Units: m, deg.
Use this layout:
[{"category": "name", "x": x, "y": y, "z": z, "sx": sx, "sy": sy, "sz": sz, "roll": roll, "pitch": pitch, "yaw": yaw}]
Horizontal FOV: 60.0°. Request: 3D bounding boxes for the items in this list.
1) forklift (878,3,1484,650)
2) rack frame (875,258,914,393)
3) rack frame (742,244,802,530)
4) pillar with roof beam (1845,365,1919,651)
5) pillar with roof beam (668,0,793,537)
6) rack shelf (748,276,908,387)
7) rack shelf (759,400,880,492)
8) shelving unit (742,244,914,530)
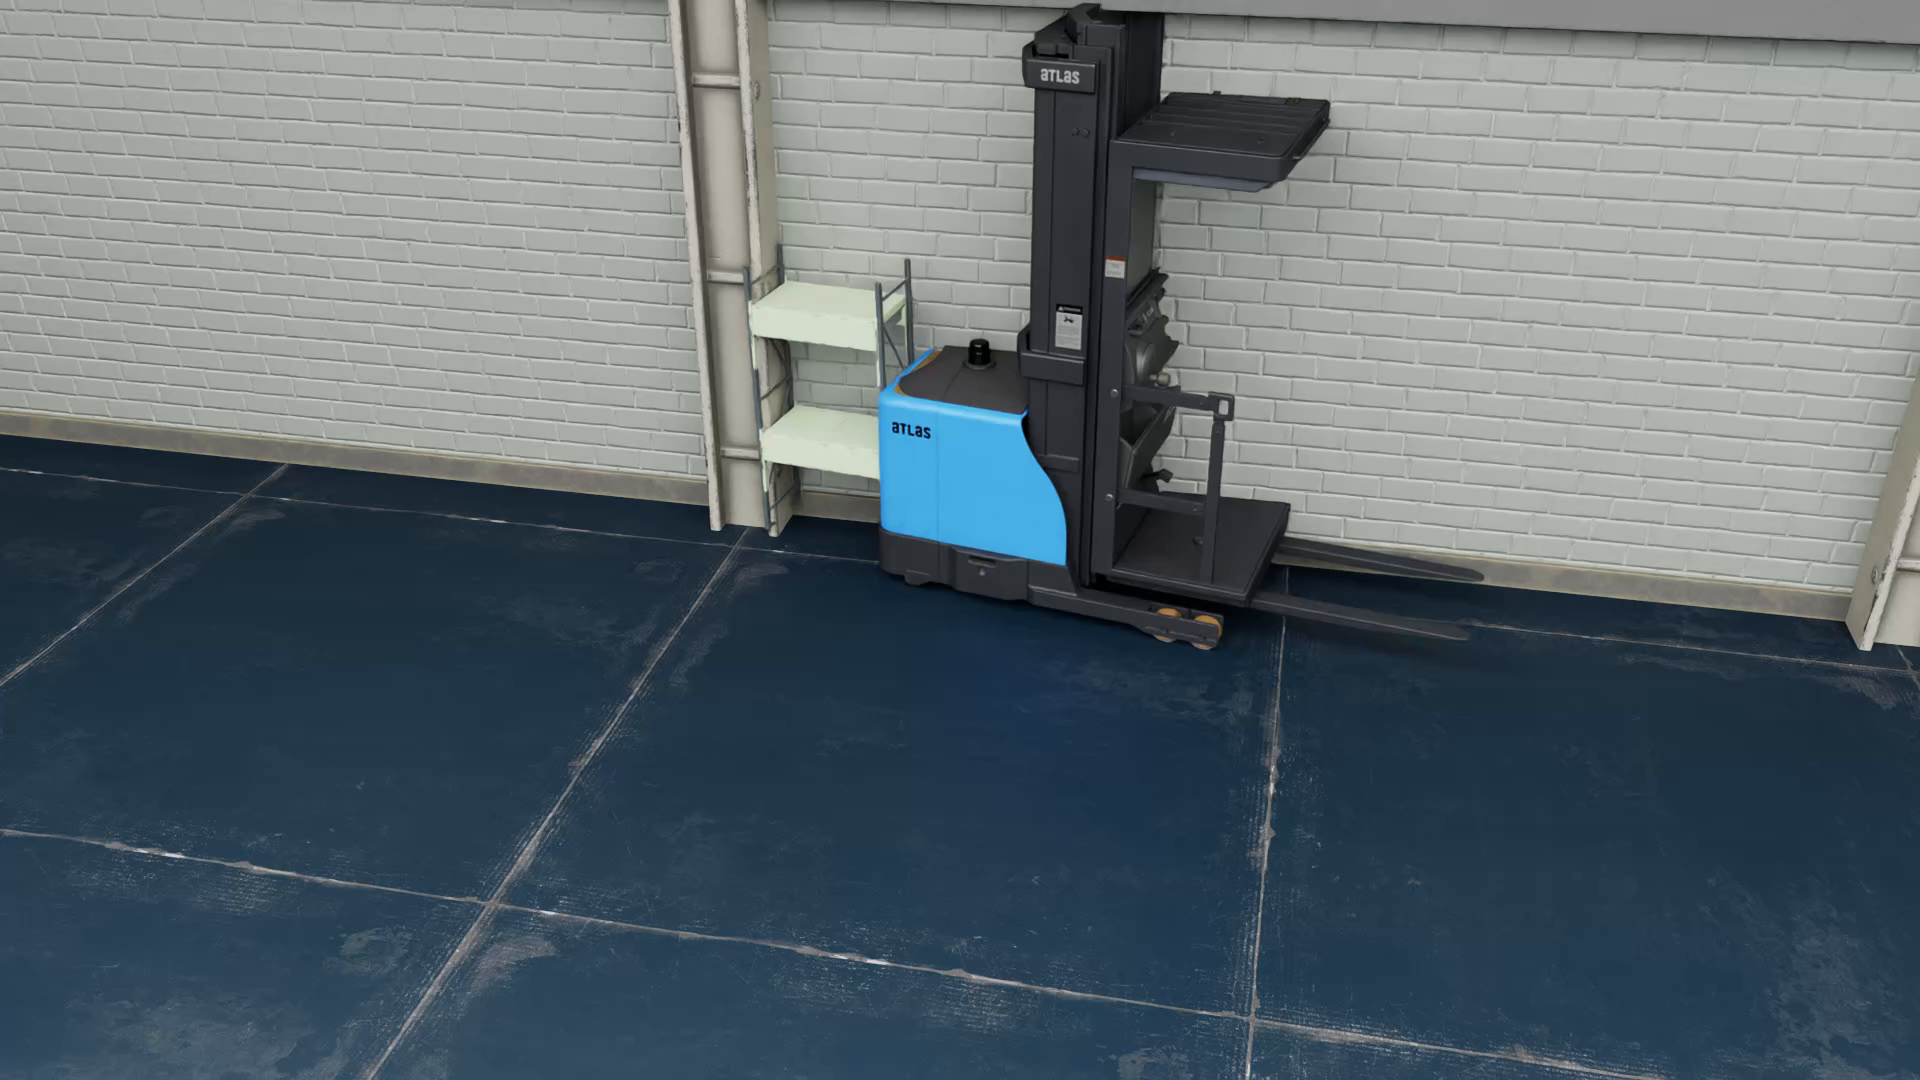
[{"category": "forklift", "x": 1.138, "y": -1.031, "z": 8.082, "sx": 3.031, "sy": 2.935, "sz": 1.130, "roll": 11, "pitch": 30, "yaw": 19}, {"category": "rack frame", "x": -0.319, "y": -0.687, "z": 8.668, "sx": 0.023, "sy": 1.500, "sz": 0.400, "roll": 10, "pitch": 31, "yaw": 19}, {"category": "rack frame", "x": -0.999, "y": -0.804, "z": 8.912, "sx": 0.023, "sy": 1.500, "sz": 0.400, "roll": 10, "pitch": 31, "yaw": 19}, {"category": "pillar with roof beam", "x": 3.791, "y": -1.434, "z": 2.499, "sx": 0.400, "sy": 9.000, "sz": 9.100, "roll": 6, "pitch": 29, "yaw": 11}, {"category": "pillar with roof beam", "x": -2.077, "y": -2.036, "z": 3.598, "sx": 0.400, "sy": 9.000, "sz": 9.100, "roll": 6, "pitch": 29, "yaw": 11}, {"category": "rack shelf", "x": -0.667, "y": -1.088, "z": 8.603, "sx": 0.720, "sy": 0.370, "sz": 0.431, "roll": 10, "pitch": 31, "yaw": 19}, {"category": "rack shelf", "x": -0.652, "y": -0.460, "z": 8.946, "sx": 0.720, "sy": 0.370, "sz": 0.431, "roll": 10, "pitch": 31, "yaw": 19}, {"category": "shelving unit", "x": -0.659, "y": -0.746, "z": 8.790, "sx": 0.755, "sy": 1.500, "sz": 0.431, "roll": 10, "pitch": 31, "yaw": 19}]
